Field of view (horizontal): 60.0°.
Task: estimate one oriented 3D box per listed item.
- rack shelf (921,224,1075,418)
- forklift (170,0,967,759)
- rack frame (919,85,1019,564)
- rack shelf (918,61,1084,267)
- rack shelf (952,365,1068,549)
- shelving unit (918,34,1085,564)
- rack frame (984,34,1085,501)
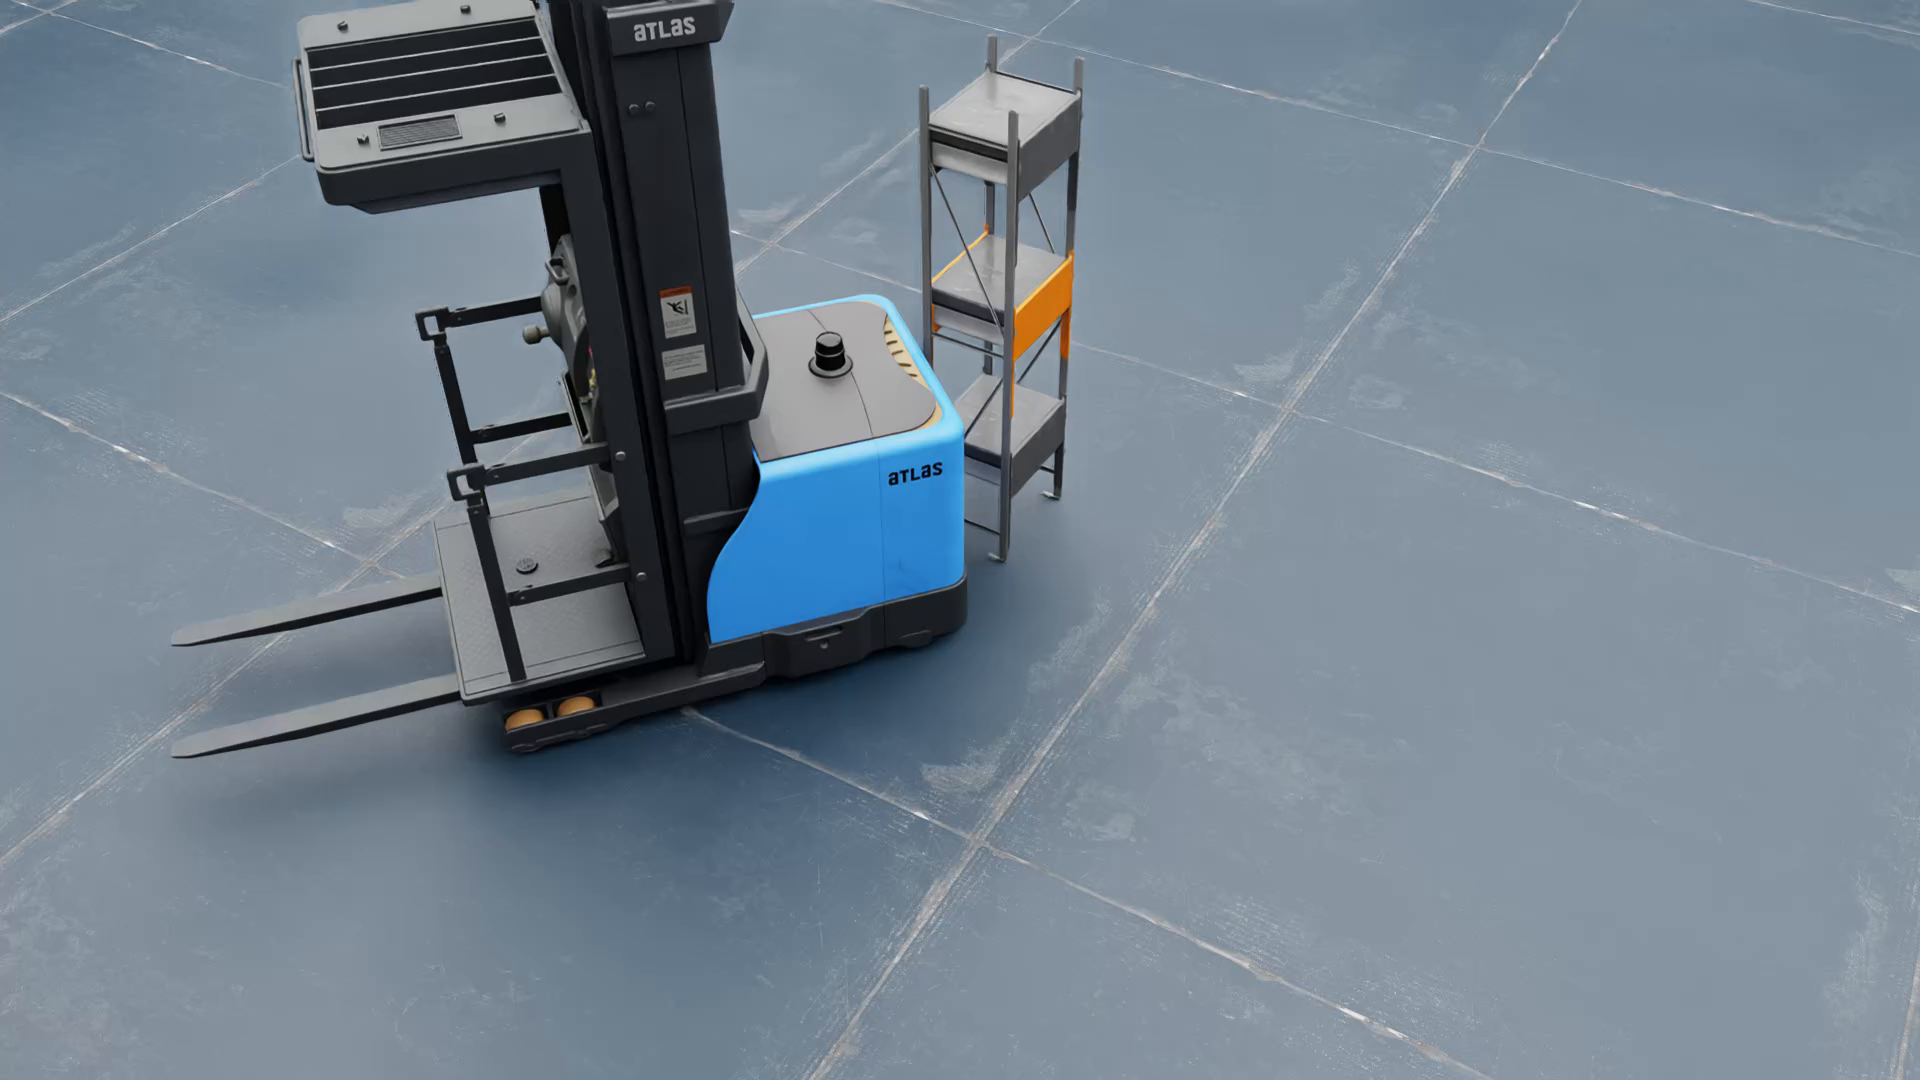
[{"bbox_3d":[0.155,-0.886,6.688,0.431,0.518,0.480,22,46,23],"label":"rack shelf"},{"bbox_3d":[-1.544,-0.689,5.814,3.031,2.935,1.130,-13,43,-15],"label":"forklift"},{"bbox_3d":[0.029,-0.758,6.522,0.400,2.100,0.015,22,46,23],"label":"rack frame"},{"bbox_3d":[0.155,-1.411,6.225,0.431,0.518,0.480,22,46,23],"label":"rack shelf"},{"bbox_3d":[0.154,-0.361,7.150,0.431,0.518,0.480,22,46,23],"label":"rack shelf"},{"bbox_3d":[0.155,-0.896,6.679,0.431,2.100,0.503,22,46,23],"label":"shelving unit"},{"bbox_3d":[0.280,-1.035,6.836,0.400,2.100,0.015,22,46,23],"label":"rack frame"}]
